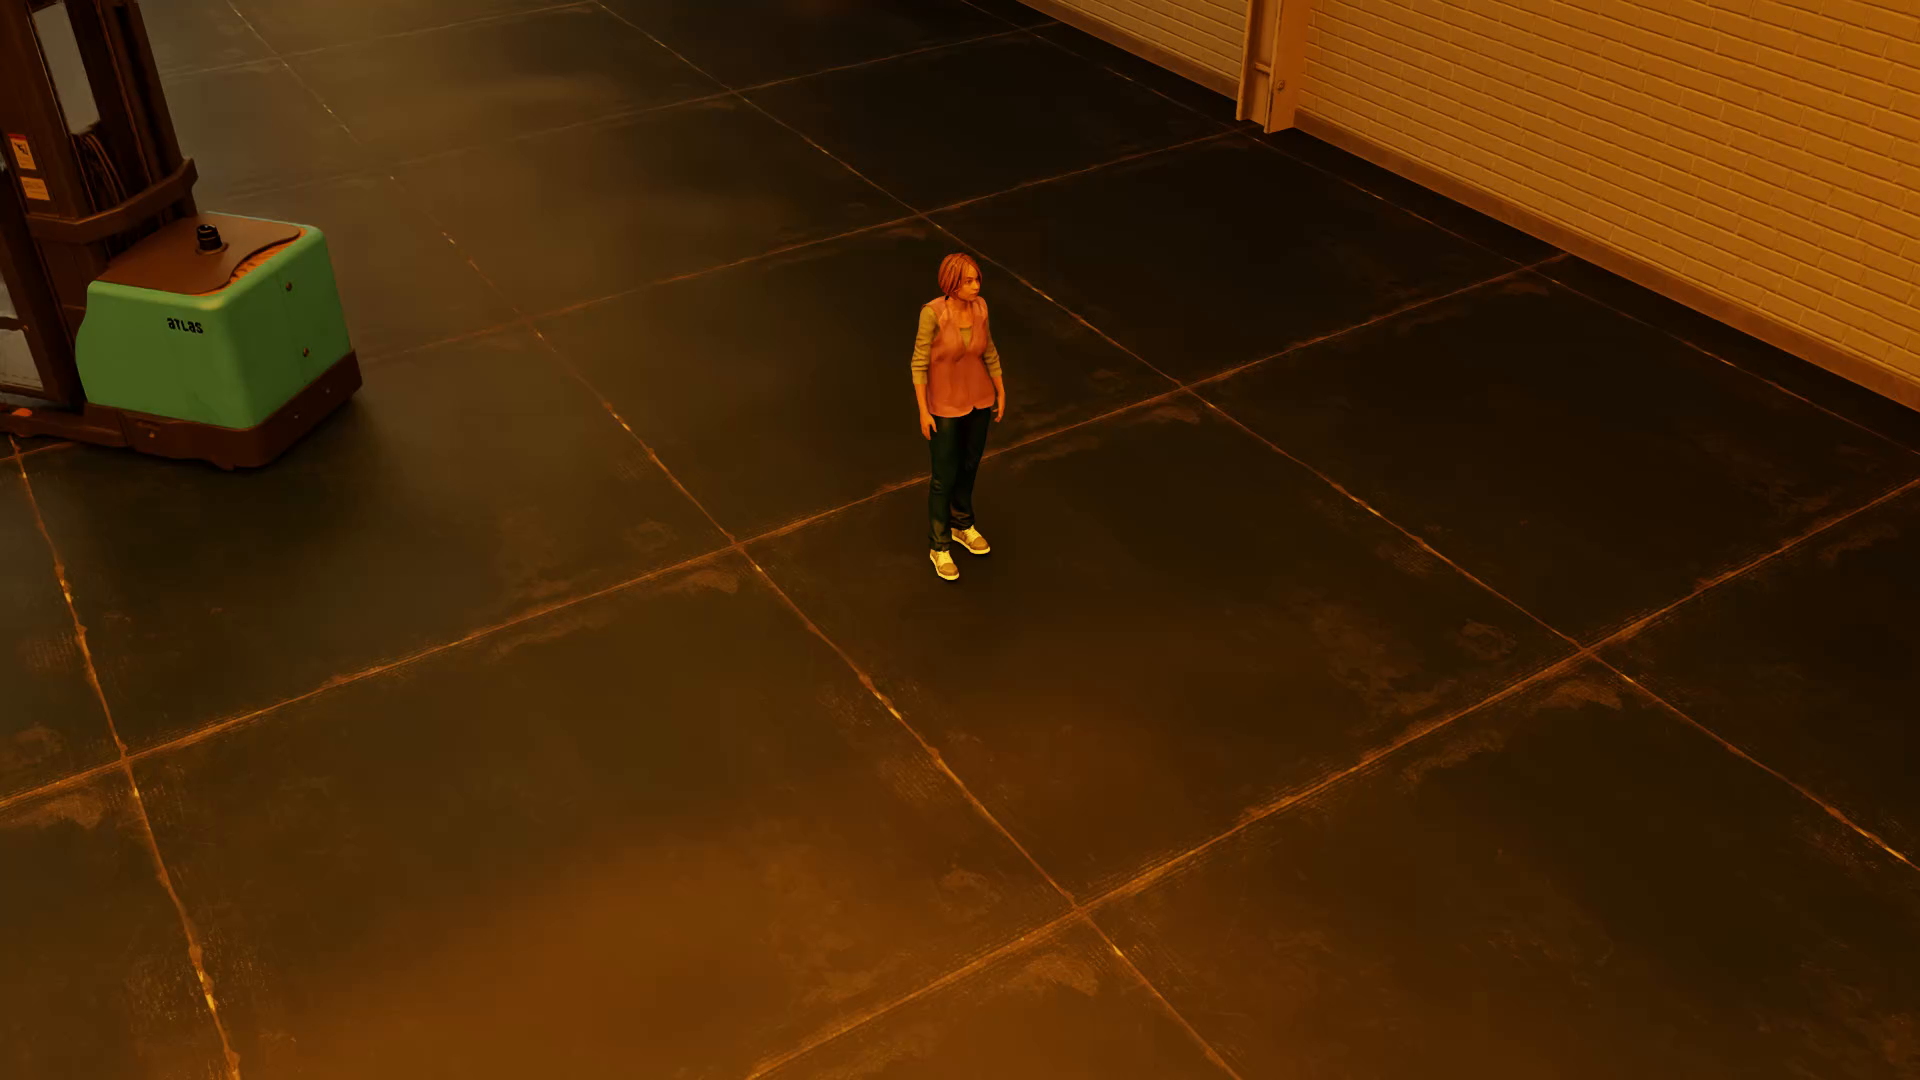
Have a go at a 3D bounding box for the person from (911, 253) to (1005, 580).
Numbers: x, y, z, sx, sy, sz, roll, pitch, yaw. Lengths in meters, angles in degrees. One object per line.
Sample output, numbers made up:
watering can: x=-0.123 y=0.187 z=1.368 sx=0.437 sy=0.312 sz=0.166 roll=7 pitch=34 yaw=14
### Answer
person: x=0.028 y=-0.620 z=8.177 sx=0.520 sy=1.597 sz=0.476 roll=-21 pitch=40 yaw=-27

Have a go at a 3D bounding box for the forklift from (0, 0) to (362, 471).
forklift: x=-5.128 y=-2.065 z=9.086 sx=3.031 sy=2.935 sz=1.130 roll=10 pitch=36 yaw=14
